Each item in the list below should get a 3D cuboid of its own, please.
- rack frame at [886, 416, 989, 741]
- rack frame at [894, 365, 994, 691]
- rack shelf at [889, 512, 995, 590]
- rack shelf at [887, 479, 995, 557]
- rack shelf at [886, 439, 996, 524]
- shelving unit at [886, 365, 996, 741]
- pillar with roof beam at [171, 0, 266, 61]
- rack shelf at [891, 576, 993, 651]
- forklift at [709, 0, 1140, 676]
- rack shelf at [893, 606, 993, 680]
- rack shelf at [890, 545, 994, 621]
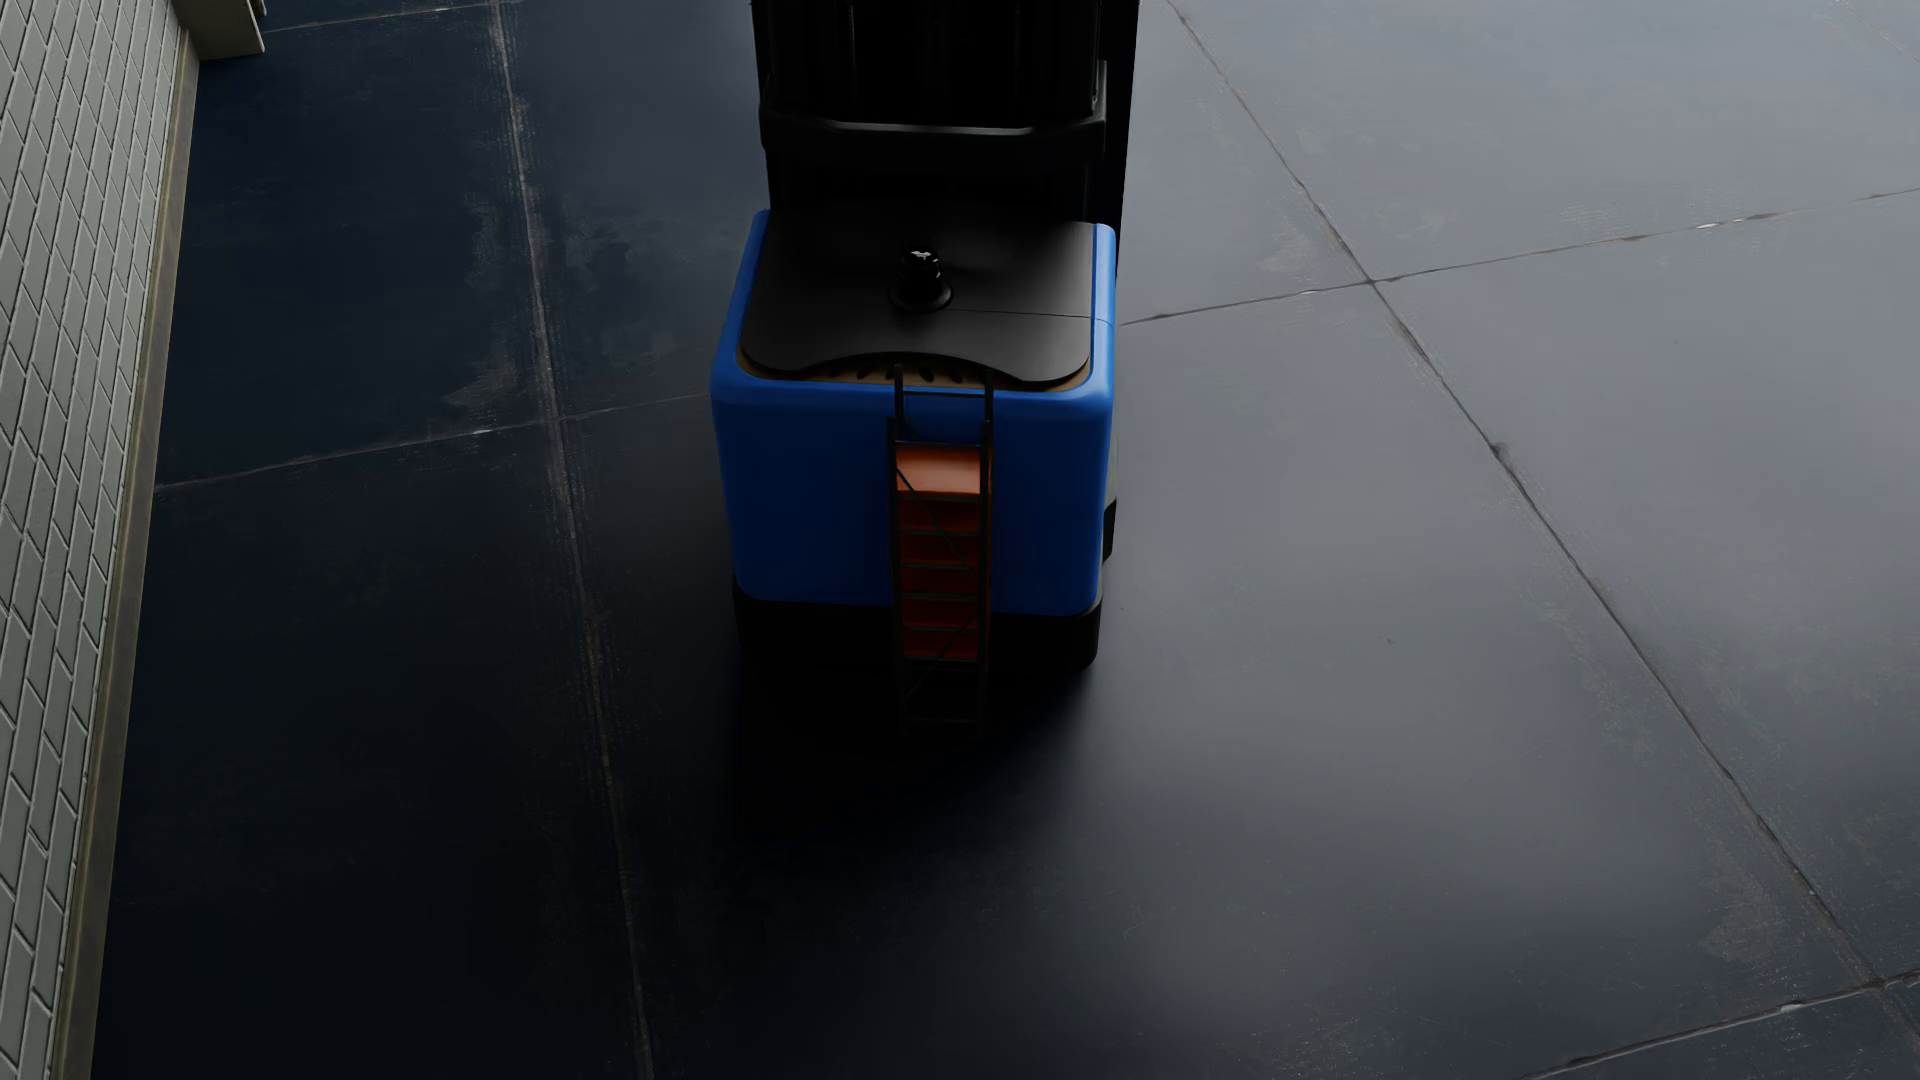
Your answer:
[{"bbox_3d":[-0.052,0.140,4.273,0.240,1.200,0.006,3,46,3],"label":"rack frame"},{"bbox_3d":[-0.039,0.009,4.401,0.240,1.200,0.006,3,46,3],"label":"rack frame"},{"bbox_3d":[-0.045,0.022,4.283,0.258,0.103,0.180,3,46,3],"label":"rack shelf"},{"bbox_3d":[-0.045,-0.062,4.197,0.258,0.103,0.180,3,46,3],"label":"rack shelf"},{"bbox_3d":[-0.045,-0.146,4.111,0.258,0.103,0.180,3,46,3],"label":"rack shelf"},{"bbox_3d":[-0.045,0.075,4.337,0.258,1.200,0.189,3,46,3],"label":"shelving unit"},{"bbox_3d":[0.878,-6.204,5.029,9.100,9.000,0.400,-11,47,-10],"label":"pillar with roof beam"},{"bbox_3d":[-0.045,0.190,4.454,0.258,0.103,0.180,3,46,3],"label":"rack shelf"},{"bbox_3d":[-0.024,-1.686,4.851,1.130,2.935,3.031,3,46,3],"label":"forklift"},{"bbox_3d":[-0.045,0.274,4.540,0.258,0.103,0.180,3,46,3],"label":"rack shelf"},{"bbox_3d":[-0.045,0.106,4.369,0.258,0.103,0.180,3,46,3],"label":"rack shelf"}]
